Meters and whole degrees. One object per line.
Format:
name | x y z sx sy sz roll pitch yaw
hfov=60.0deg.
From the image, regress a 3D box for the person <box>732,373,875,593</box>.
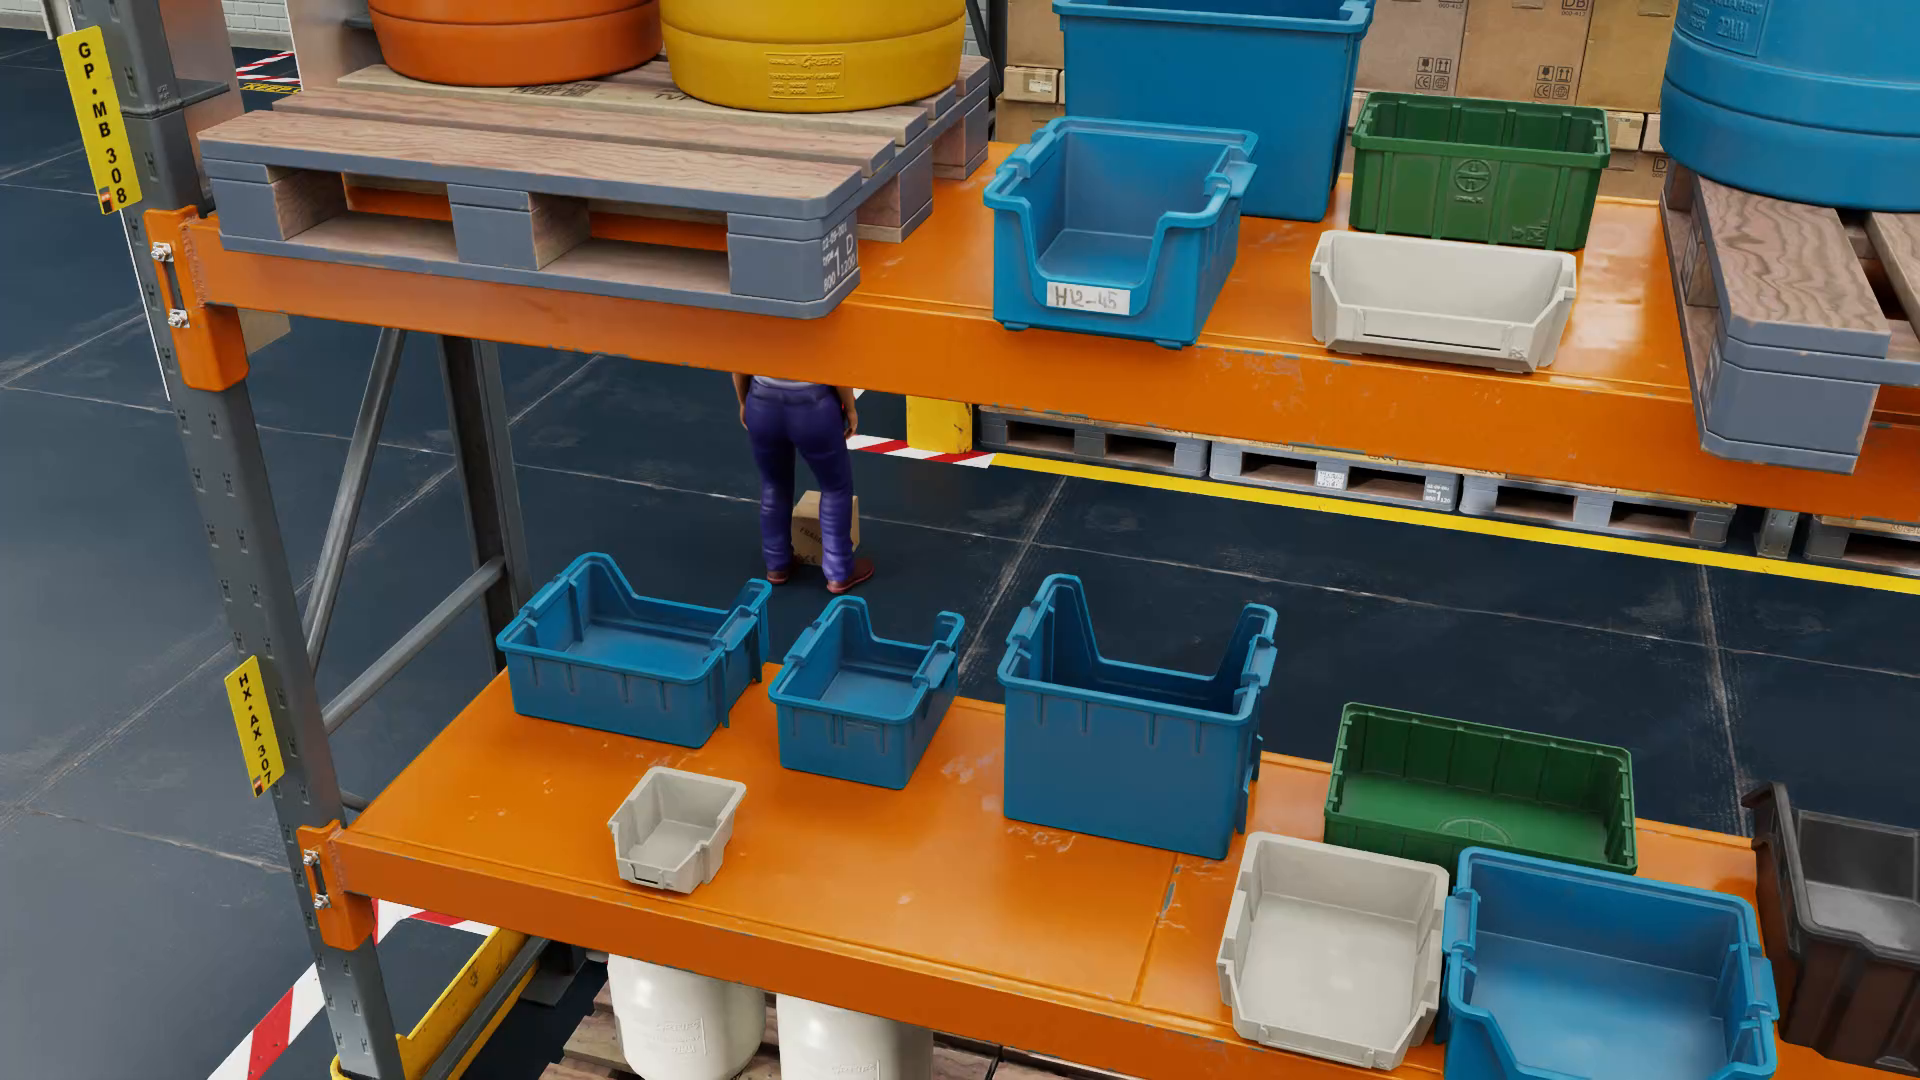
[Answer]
person | -0.687 -0.549 7.110 0.561 1.651 0.379 7 30 12
